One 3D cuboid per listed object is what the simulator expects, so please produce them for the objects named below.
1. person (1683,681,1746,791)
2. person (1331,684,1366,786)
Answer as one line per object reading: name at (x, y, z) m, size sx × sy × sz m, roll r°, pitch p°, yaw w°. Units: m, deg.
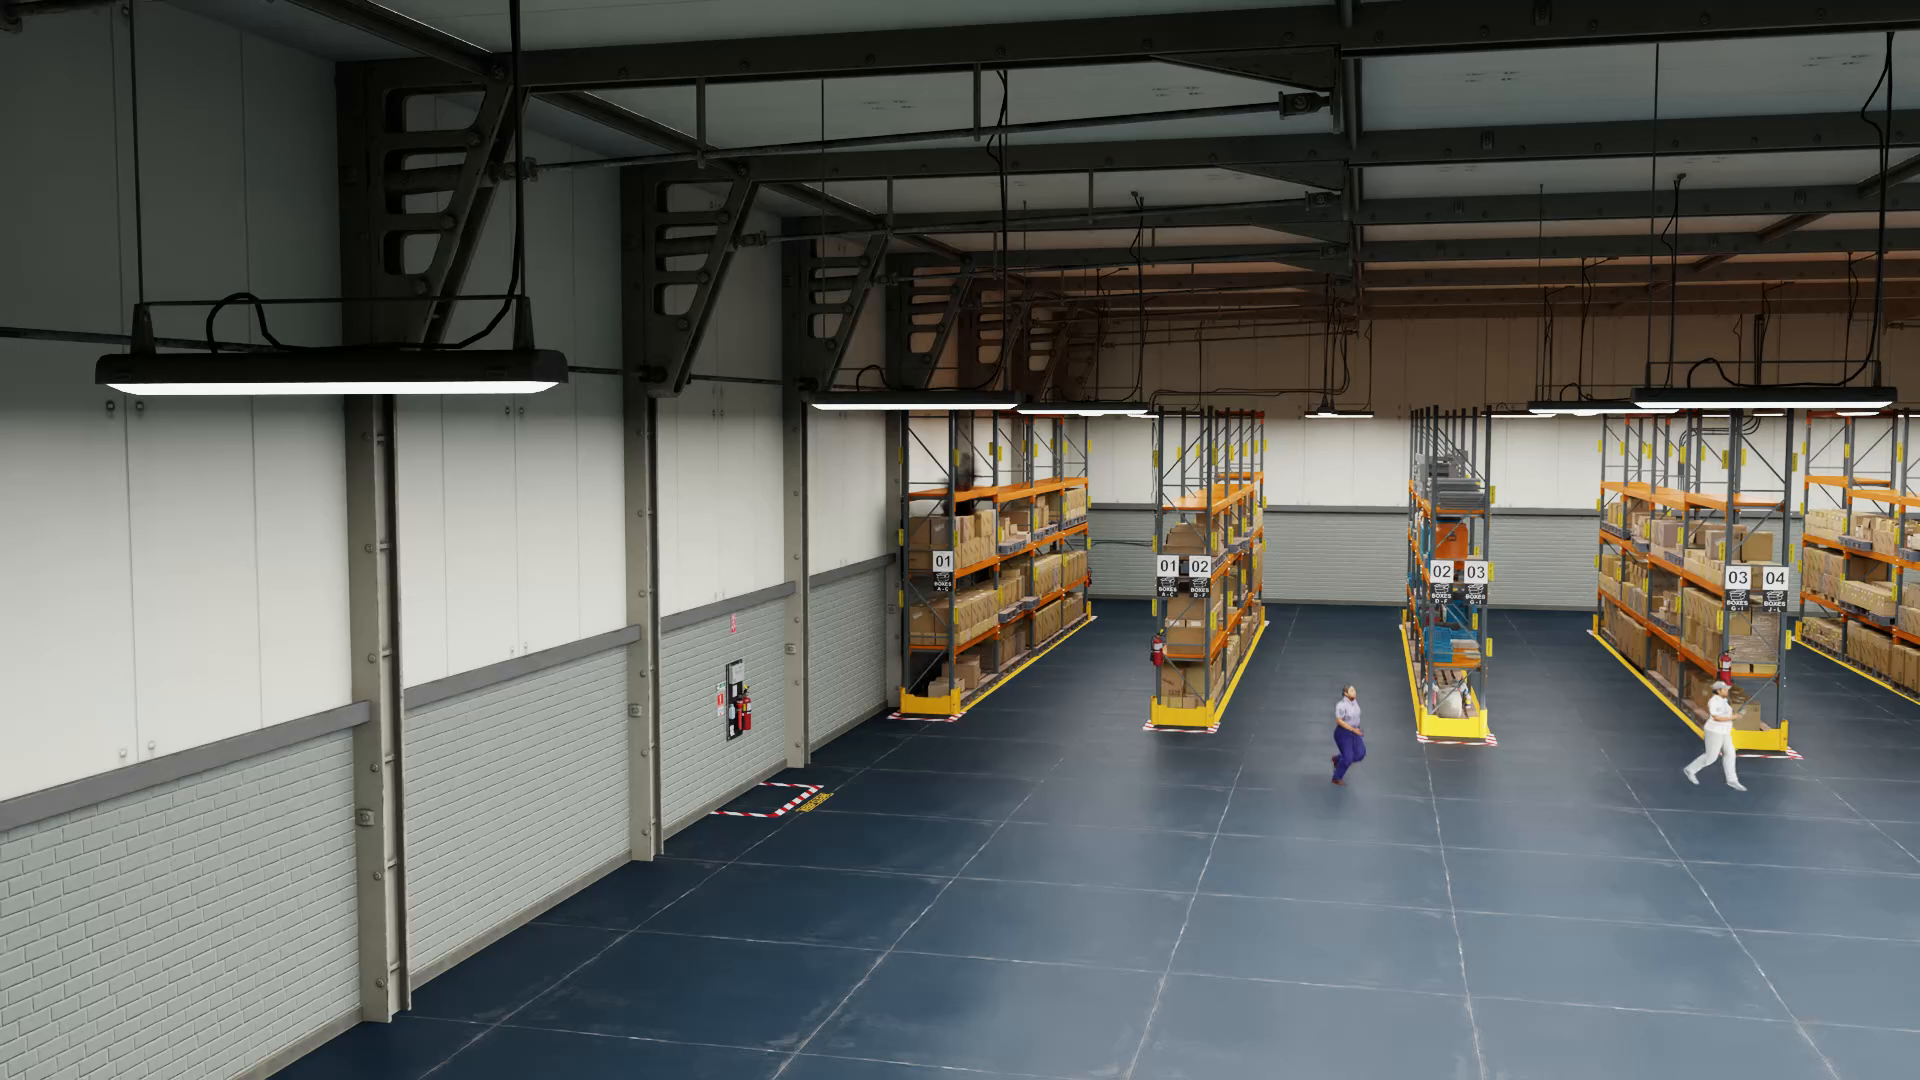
person at (11.749, 3.017, 25.840) m, size 0.902 × 1.673 × 0.632 m, roll 3°, pitch 5°, yaw 37°
person at (6.111, 3.060, 26.129) m, size 0.591 × 1.589 × 0.628 m, roll 4°, pitch 6°, yaw 43°
